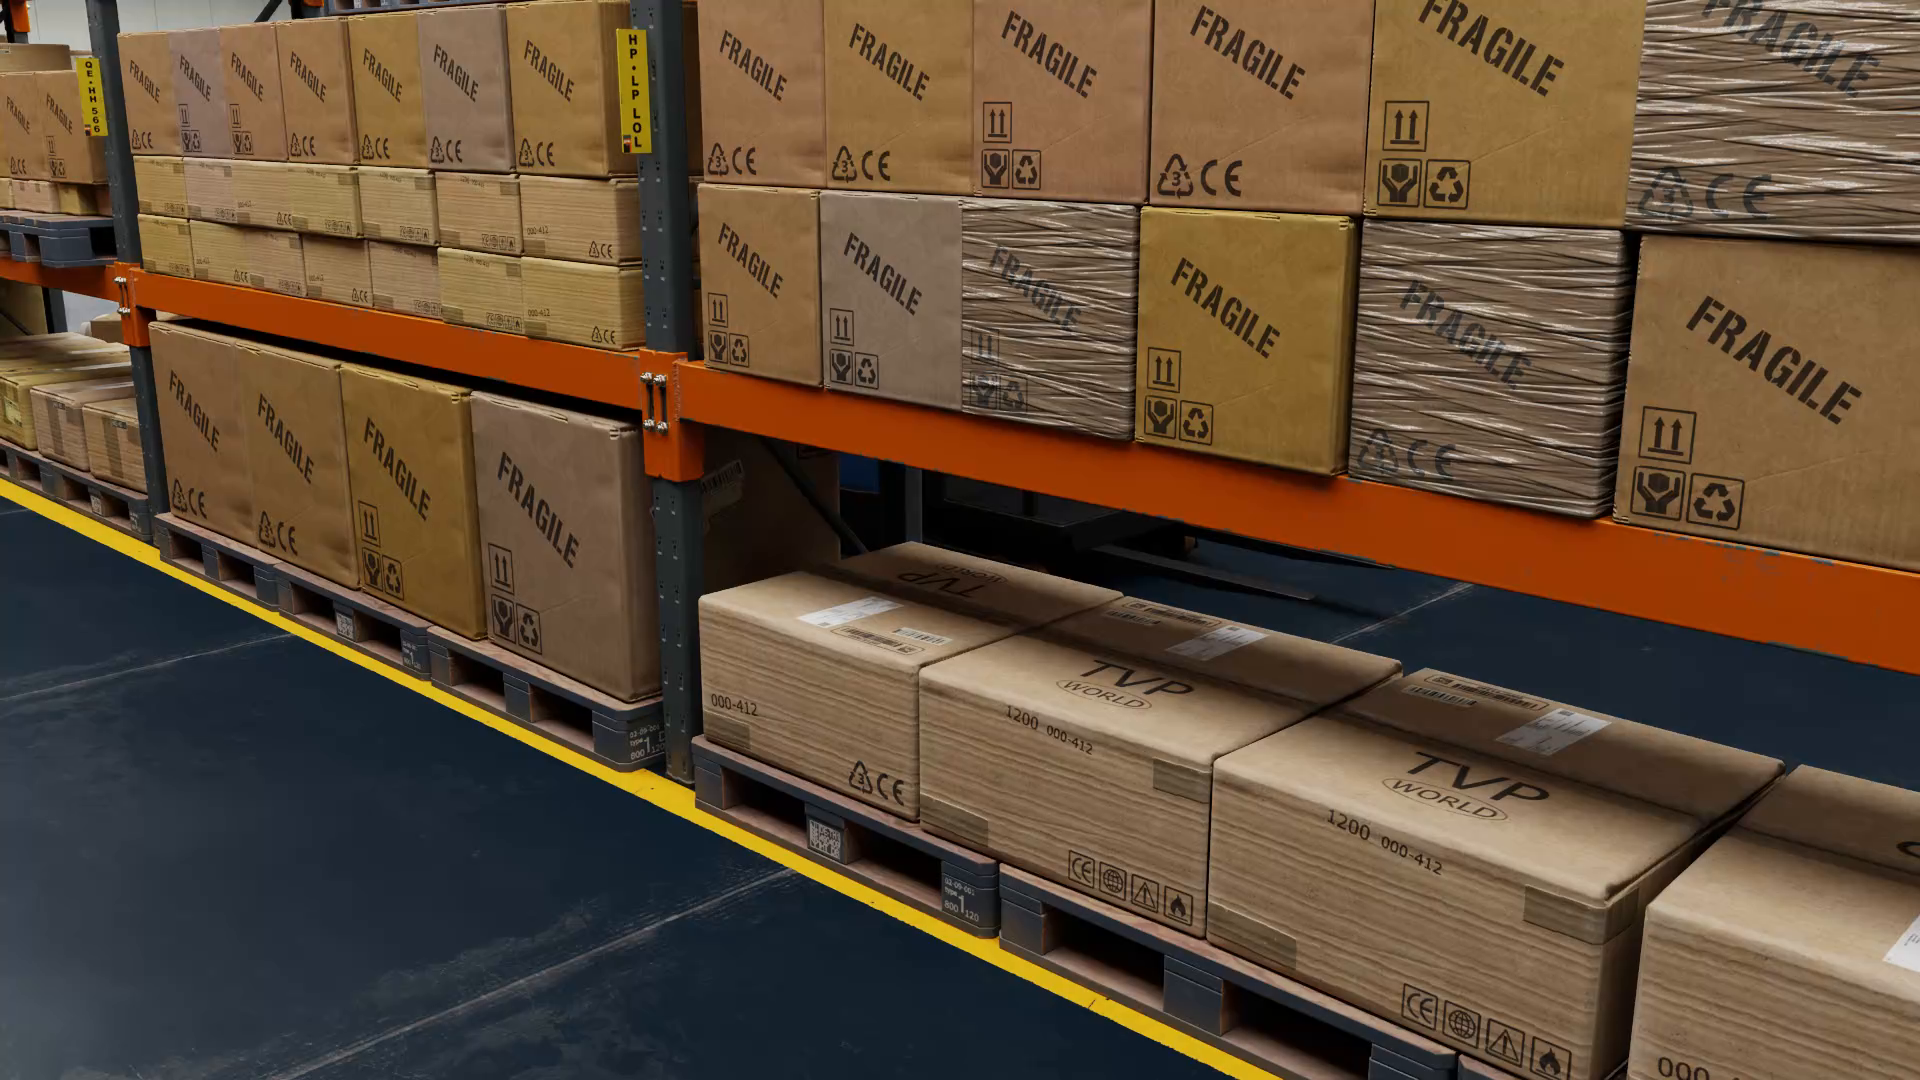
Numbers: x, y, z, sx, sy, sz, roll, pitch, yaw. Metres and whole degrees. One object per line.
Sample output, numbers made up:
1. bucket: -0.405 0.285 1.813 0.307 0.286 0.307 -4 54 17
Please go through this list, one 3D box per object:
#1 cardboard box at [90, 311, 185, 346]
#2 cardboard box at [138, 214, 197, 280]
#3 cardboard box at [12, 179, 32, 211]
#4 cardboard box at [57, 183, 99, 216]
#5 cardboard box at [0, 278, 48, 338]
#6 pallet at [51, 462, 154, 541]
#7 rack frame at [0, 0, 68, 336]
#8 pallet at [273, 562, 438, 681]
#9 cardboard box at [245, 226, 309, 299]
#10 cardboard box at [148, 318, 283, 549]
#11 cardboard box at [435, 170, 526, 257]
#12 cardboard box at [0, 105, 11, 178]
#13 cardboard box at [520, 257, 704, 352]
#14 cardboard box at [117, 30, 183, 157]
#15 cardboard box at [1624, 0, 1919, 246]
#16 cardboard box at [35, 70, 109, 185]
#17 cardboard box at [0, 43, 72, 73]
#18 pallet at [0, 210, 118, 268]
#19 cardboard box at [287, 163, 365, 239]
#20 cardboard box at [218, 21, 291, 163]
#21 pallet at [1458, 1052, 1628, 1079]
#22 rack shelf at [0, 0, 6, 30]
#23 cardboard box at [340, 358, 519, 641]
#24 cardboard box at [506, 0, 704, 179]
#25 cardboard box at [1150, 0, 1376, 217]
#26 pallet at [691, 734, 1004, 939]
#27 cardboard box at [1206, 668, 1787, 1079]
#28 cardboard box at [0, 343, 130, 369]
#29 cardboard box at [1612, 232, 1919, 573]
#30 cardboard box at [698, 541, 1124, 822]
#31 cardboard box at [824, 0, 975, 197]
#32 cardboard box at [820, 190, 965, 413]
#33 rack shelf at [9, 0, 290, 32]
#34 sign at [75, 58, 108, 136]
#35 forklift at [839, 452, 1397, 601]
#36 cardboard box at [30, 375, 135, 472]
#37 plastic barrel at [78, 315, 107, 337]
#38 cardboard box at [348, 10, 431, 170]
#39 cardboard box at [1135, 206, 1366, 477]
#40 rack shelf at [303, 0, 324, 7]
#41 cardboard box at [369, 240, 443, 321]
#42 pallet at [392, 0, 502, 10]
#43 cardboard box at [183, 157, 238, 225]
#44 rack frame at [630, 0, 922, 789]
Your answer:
1. cardboard box: -6.101 -1.426 12.407 0.500 0.500 0.500 -2 15 -6
2. cardboard box: -3.217 -1.296 7.253 0.500 0.250 0.500 13 20 41
3. cardboard box: -4.425 -1.711 8.215 0.250 0.149 0.380 12 19 40
4. cardboard box: -4.037 -1.630 7.902 0.250 0.149 0.380 14 20 43
5. cardboard box: -6.511 -1.587 11.208 0.500 0.500 0.500 -13 20 -42
6. pallet: -3.956 -0.287 8.615 1.213 0.211 1.003 14 20 42
7. rack frame: -6.274 -2.200 10.424 0.127 3.000 1.000 14 20 42
8. pallet: -2.005 0.215 6.688 1.213 0.211 1.003 14 20 42
9. cardboard box: -2.461 -1.116 6.564 0.500 0.250 0.500 -14 20 -42
10. cardboard box: -2.955 -0.539 7.431 0.875 0.875 0.875 13 20 42
11. cardboard box: -1.366 -1.088 5.464 0.500 0.250 0.500 -14 20 -43
12. cardboard box: -4.658 -2.101 8.424 0.500 0.500 0.500 12 19 38
13. cardboard box: -1.013 -0.760 5.196 0.500 0.250 0.500 13 19 41
14. cardboard box: -3.209 -1.901 7.097 0.500 0.500 0.500 13 19 40
15. cardboard box: 1.456 -0.759 2.714 0.500 0.500 0.500 14 20 42
16. cardboard box: -3.914 -1.924 7.746 0.500 0.500 0.500 13 19 41
17. cardboard box: -4.768 -2.444 8.455 0.250 0.149 0.380 12 19 40
18. pallet: -3.981 -1.512 8.166 1.003 0.211 1.213 14 20 42
19. cardboard box: -2.123 -1.264 6.140 0.500 0.250 0.500 14 20 43
20. cardboard box: -2.483 -1.723 6.413 0.500 0.500 0.500 -14 20 -43
21. pallet: 1.735 1.124 3.199 1.213 0.211 1.003 14 20 42
22. rack shelf: -7.714 -3.653 11.480 4.000 0.370 1.077 14 20 42
23. cardboard box: -1.672 -0.225 6.228 0.875 0.875 0.875 -14 20 -43
24. cardboard box: -1.011 -1.364 5.038 0.500 0.500 0.500 -14 20 -42
25. cardboard box: 0.741 -0.934 3.388 0.500 0.500 0.500 13 20 42
26. pallet: -0.022 0.697 4.837 1.213 0.211 1.003 14 20 42
27. cardboard box: 1.156 0.681 3.617 0.875 0.438 0.875 -14 20 -43
28. cardboard box: -5.375 -0.915 9.872 0.950 0.372 0.625 -13 19 -41
29. cardboard box: 1.483 -0.275 2.839 0.500 0.500 0.500 13 20 41
30. cardboard box: -0.137 0.367 4.825 0.875 0.438 0.875 13 20 41
31. cardboard box: 0.019 -1.115 4.080 0.500 0.500 0.500 13 20 41
32. cardboard box: 0.001 -0.629 4.200 0.500 0.500 0.500 14 20 43
33. rack shelf: -4.834 -2.953 8.794 4.000 0.370 1.077 14 20 42
34. sign: -3.764 -1.921 7.217 0.005 0.325 0.100 14 20 42
35. forklift: 0.449 -1.307 7.135 3.031 2.935 1.130 14 20 43
36. cardboard box: -4.331 -0.659 8.893 0.625 0.372 0.950 13 20 41
37. plastic barrel: -6.616 -1.566 13.103 0.512 0.421 0.421 -2 15 -6
38. cardboard box: -1.740 -1.546 5.734 0.500 0.500 0.500 -14 20 -43
39. cardboard box: 0.725 -0.451 3.515 0.500 0.500 0.500 -14 20 -43
40. rack shelf: -1.955 -2.253 6.107 4.000 0.370 1.077 14 20 42
41. cardboard box: -1.728 -0.941 5.891 0.500 0.250 0.500 13 19 41
42. pallet: -4.366 -4.883 14.950 1.213 0.211 1.003 14 20 42
43. cardboard box: -2.830 -1.445 6.833 0.500 0.250 0.500 -14 20 -43
44. rack frame: -0.515 -0.799 5.051 0.127 3.000 1.000 14 20 42
